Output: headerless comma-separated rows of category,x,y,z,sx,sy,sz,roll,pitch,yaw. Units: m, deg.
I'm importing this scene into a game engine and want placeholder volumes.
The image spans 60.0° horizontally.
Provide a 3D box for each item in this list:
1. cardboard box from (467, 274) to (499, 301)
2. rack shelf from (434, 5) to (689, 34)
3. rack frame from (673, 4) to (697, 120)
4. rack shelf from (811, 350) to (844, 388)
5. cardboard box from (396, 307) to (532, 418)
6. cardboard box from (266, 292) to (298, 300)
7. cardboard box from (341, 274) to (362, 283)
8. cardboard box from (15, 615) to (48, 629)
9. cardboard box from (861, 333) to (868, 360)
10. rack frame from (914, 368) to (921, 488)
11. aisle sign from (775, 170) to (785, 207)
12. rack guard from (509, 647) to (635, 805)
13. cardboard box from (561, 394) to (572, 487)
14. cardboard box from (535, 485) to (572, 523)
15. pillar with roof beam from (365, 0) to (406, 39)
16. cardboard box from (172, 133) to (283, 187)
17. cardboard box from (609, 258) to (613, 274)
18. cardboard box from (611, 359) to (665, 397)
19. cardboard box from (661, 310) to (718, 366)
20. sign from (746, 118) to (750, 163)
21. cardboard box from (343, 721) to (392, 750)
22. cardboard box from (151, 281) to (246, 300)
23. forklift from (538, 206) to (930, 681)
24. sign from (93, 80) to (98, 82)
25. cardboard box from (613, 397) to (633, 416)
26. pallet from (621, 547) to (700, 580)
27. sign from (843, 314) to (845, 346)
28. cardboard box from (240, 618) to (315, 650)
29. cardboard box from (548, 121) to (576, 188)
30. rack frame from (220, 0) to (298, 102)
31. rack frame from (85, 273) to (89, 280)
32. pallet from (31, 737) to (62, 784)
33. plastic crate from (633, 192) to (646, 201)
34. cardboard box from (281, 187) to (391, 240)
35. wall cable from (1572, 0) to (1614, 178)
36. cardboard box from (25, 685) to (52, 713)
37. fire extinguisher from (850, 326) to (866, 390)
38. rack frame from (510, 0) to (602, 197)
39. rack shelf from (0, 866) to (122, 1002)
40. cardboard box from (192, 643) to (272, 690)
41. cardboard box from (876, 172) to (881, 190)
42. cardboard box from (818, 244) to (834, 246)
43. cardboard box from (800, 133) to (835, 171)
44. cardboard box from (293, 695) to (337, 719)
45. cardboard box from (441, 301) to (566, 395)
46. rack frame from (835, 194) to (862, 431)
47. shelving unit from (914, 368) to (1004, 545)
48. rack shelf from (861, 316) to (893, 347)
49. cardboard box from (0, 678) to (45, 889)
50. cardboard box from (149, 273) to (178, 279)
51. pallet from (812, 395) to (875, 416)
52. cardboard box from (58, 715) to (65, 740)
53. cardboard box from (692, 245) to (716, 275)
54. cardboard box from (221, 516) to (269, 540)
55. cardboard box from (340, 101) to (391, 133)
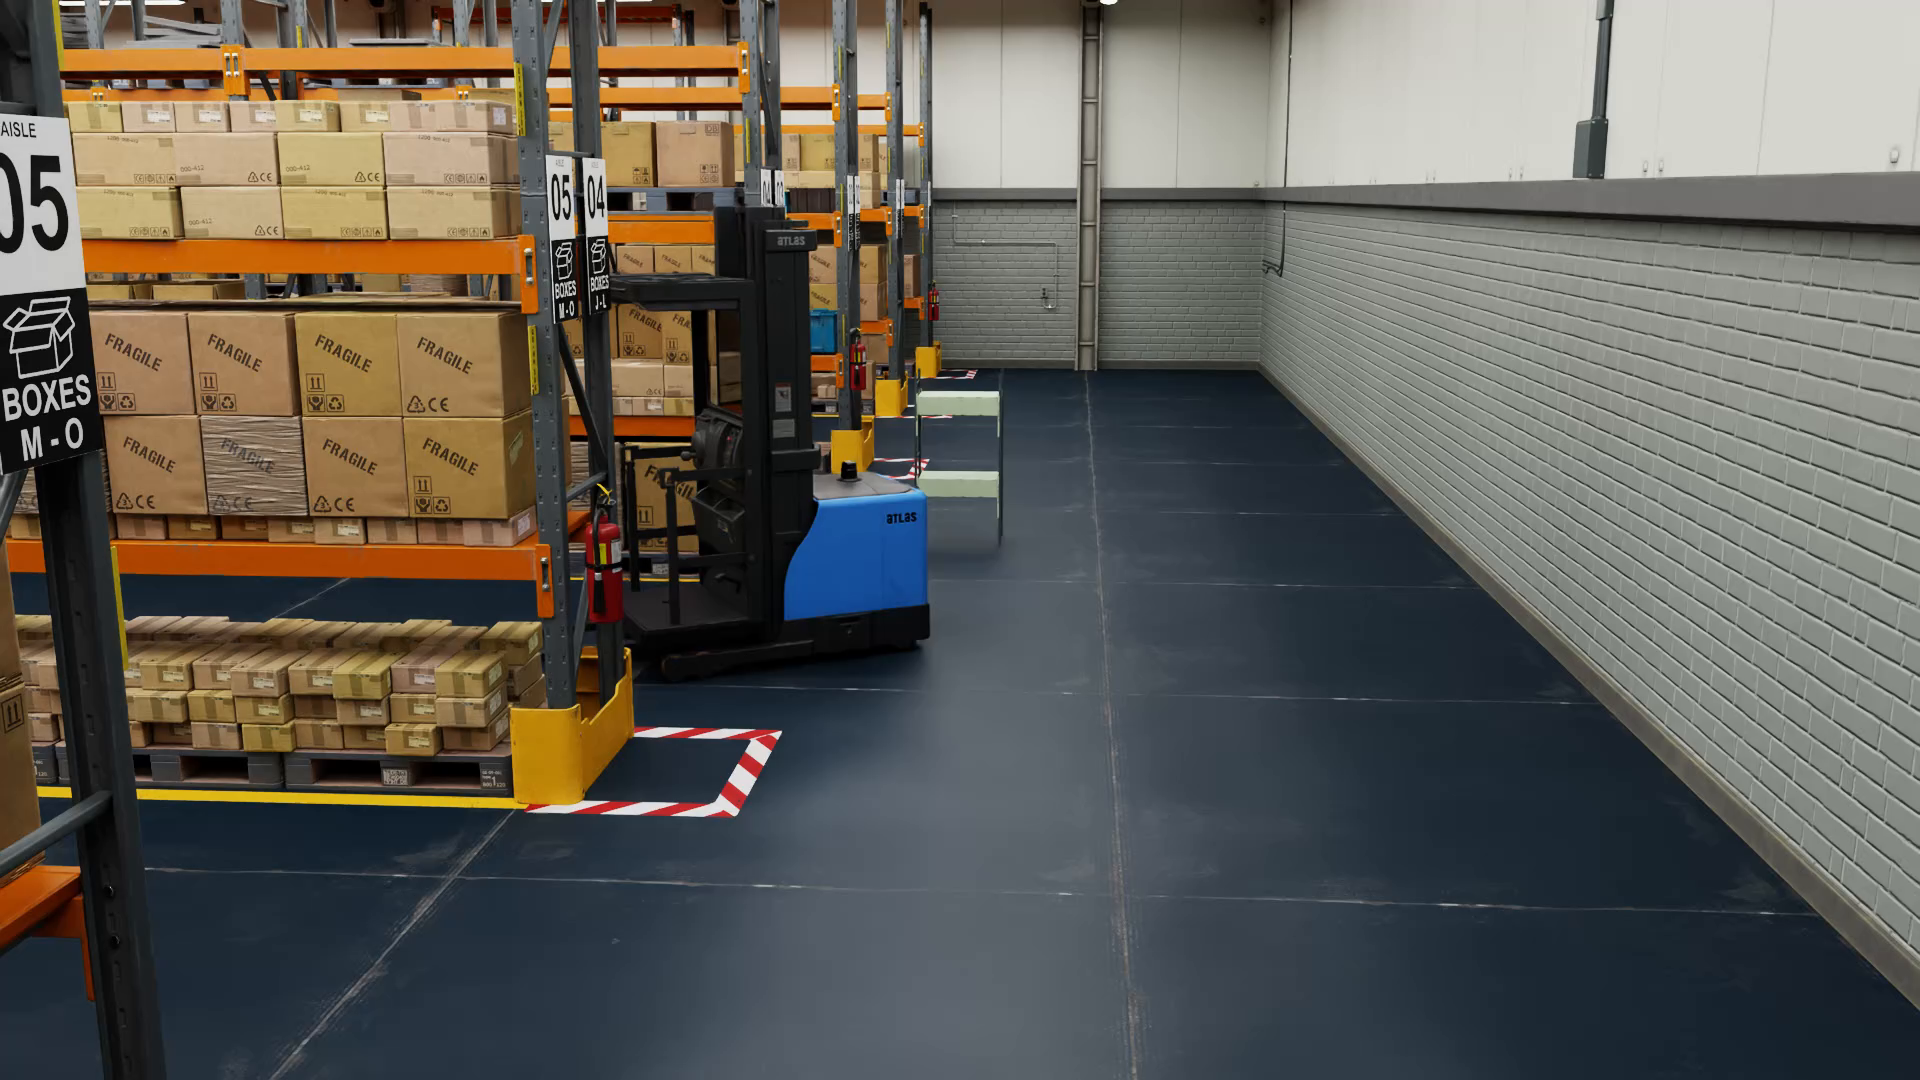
cardboard box,-6.642,-3.608,23.420,0.500,0.500,0.700,-2,12,-11
rack shelf,-6.544,-8.592,27.506,4.000,0.370,1.077,1,12,4
rack frame,-4.548,-7.290,27.642,0.127,3.000,1.000,1,12,4
rack shelf,-3.215,-1.951,18.524,4.000,0.370,1.077,1,12,4
cardboard box,-2.456,-0.891,8.289,0.500,0.500,0.500,1,12,3
cardboard box,-9.746,-3.405,23.937,0.500,0.311,0.500,1,12,3
cardboard box,-10.253,-4.690,28.544,0.500,0.500,0.700,1,12,4
cardboard box,-5.343,0.539,9.347,0.250,0.149,0.380,1,12,4
cardboard box,-1.761,-3.277,28.189,0.500,0.500,0.700,1,12,4
rack frame,-0.372,-0.739,14.639,0.023,1.500,0.400,1,12,4
aisle sign,-1.458,-2.596,13.504,0.004,0.787,0.394,1,12,4
rack guard,-2.058,0.971,8.906,0.348,0.500,1.175,1,12,4
cardboard box,-2.412,-0.509,8.903,0.500,0.500,0.500,1,12,6
cardboard box,-2.284,-0.200,9.012,0.250,0.149,0.380,1,12,3
pillar with roof beam,-10.066,-6.660,24.629,0.548,9.000,9.100,1,12,4
cardboard box,-3.480,-1.860,8.152,0.500,0.250,0.500,1,12,5
cardboard box,-6.036,-4.527,28.063,0.500,0.500,0.500,1,12,4
cardboard box,-2.557,-1.295,13.273,0.500,0.250,0.500,1,12,3
cardboard box,-2.054,-1.656,13.165,0.500,0.500,0.500,1,12,4
sign,-1.600,-3.016,12.563,0.005,0.325,0.100,1,12,4
cardboard box,-3.043,0.970,8.744,0.250,0.149,0.380,1,12,3
cardboard box,-6.179,-1.865,13.665,0.637,0.503,0.797,0,12,2
forklift,-1.763,-0.664,10.786,3.031,2.935,1.130,-6,13,-25
sign,-9.231,-5.051,17.724,0.005,0.325,0.100,1,12,4
cardboard box,-2.687,-1.089,13.260,0.250,0.149,0.380,1,12,5
pallet,-2.353,0.107,13.744,1.213,0.211,1.003,1,12,4
sign,-1.240,-2.243,17.764,0.005,0.325,0.100,1,12,4
cardboard box,-3.797,0.557,9.266,0.250,0.149,0.380,1,12,5
cardboard box,-3.145,-3.061,13.234,0.500,0.500,0.700,0,12,0
rack frame,-5.541,-4.255,13.130,0.127,3.000,1.000,1,12,4
rack frame,-12.858,-3.451,23.942,0.127,3.000,1.000,1,12,4
pallet,-5.301,1.061,9.182,1.213,0.211,1.003,1,12,4
plastic crate,-3.410,-3.779,18.471,0.530,0.282,0.437,1,12,4
cardboard box,-2.963,-1.604,8.151,0.500,0.250,0.500,1,12,4
wall cable,3.861,-4.993,8.803,0.120,5.999,2.277,1,12,4
cardboard box,-4.860,0.794,8.858,0.250,0.149,0.380,0,12,1
fire extinguisher,-1.099,-1.960,17.912,0.183,0.674,0.296,1,12,4
rack frame,-1.982,-3.188,8.031,0.127,3.000,1.000,1,12,4
rack shelf,-4.208,1.086,4.008,4.000,0.370,1.077,1,12,4
cardboard box,-3.823,0.664,8.753,0.250,0.149,0.380,0,12,2
cardboard box,-1.380,-4.987,23.102,0.500,0.250,0.500,1,12,4
cardboard box,-1.832,-3.891,23.357,0.500,0.500,0.500,1,12,4
cardboard box,-1.891,-5.322,22.870,0.500,0.500,0.700,1,12,4
cardboard box,-3.308,0.812,8.769,0.250,0.149,0.380,1,12,3
cardboard box,-2.413,-0.996,8.790,0.500,0.500,0.500,1,12,3
rack frame,-1.219,-2.275,18.319,0.127,3.000,1.000,1,12,4
shelving unit,-0.007,-0.734,14.615,0.755,1.500,0.431,1,12,4
rack shelf,-2.880,-2.962,23.361,4.000,0.370,1.077,1,12,4
cardboard box,-2.672,0.647,4.105,0.500,0.500,0.500,1,12,3
cardboard box,-13.521,-4.716,28.472,0.500,0.500,0.500,1,12,3
pallet,-1.756,-1.934,23.498,1.213,0.211,1.003,1,12,4
cardboard box,-4.587,0.940,8.883,0.250,0.149,0.380,0,12,1
cardboard box,-3.396,-3.802,22.933,0.500,0.500,0.500,0,12,2
cardboard box,-3.606,-0.111,8.586,0.250,0.149,0.380,0,12,1
cardboard box,-2.829,-2.058,8.124,0.250,0.149,0.380,0,12,2
